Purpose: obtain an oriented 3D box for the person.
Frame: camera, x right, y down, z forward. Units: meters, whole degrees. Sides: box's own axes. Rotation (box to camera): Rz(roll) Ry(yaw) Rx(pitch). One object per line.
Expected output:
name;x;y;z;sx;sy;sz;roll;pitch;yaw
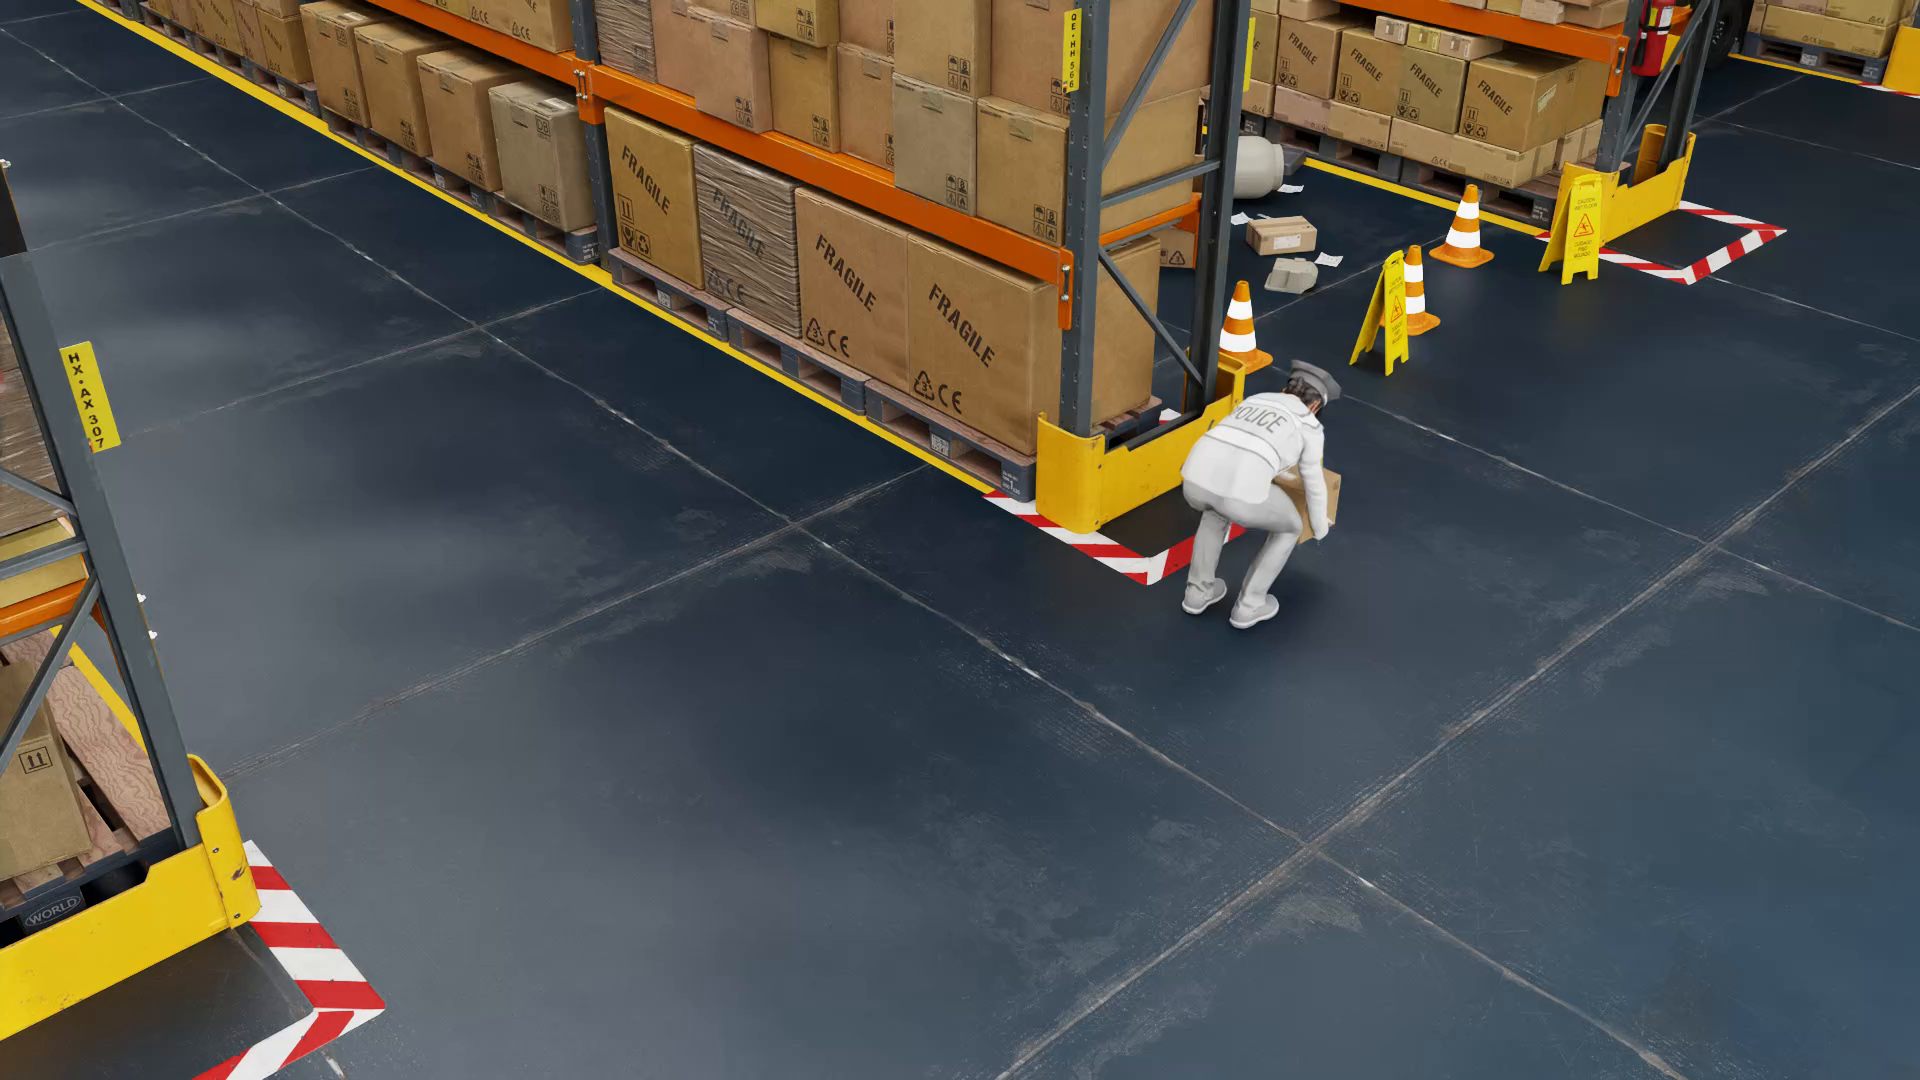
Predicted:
person;1.279;-0.239;7.031;0.438;1.125;0.917;24;39;34
